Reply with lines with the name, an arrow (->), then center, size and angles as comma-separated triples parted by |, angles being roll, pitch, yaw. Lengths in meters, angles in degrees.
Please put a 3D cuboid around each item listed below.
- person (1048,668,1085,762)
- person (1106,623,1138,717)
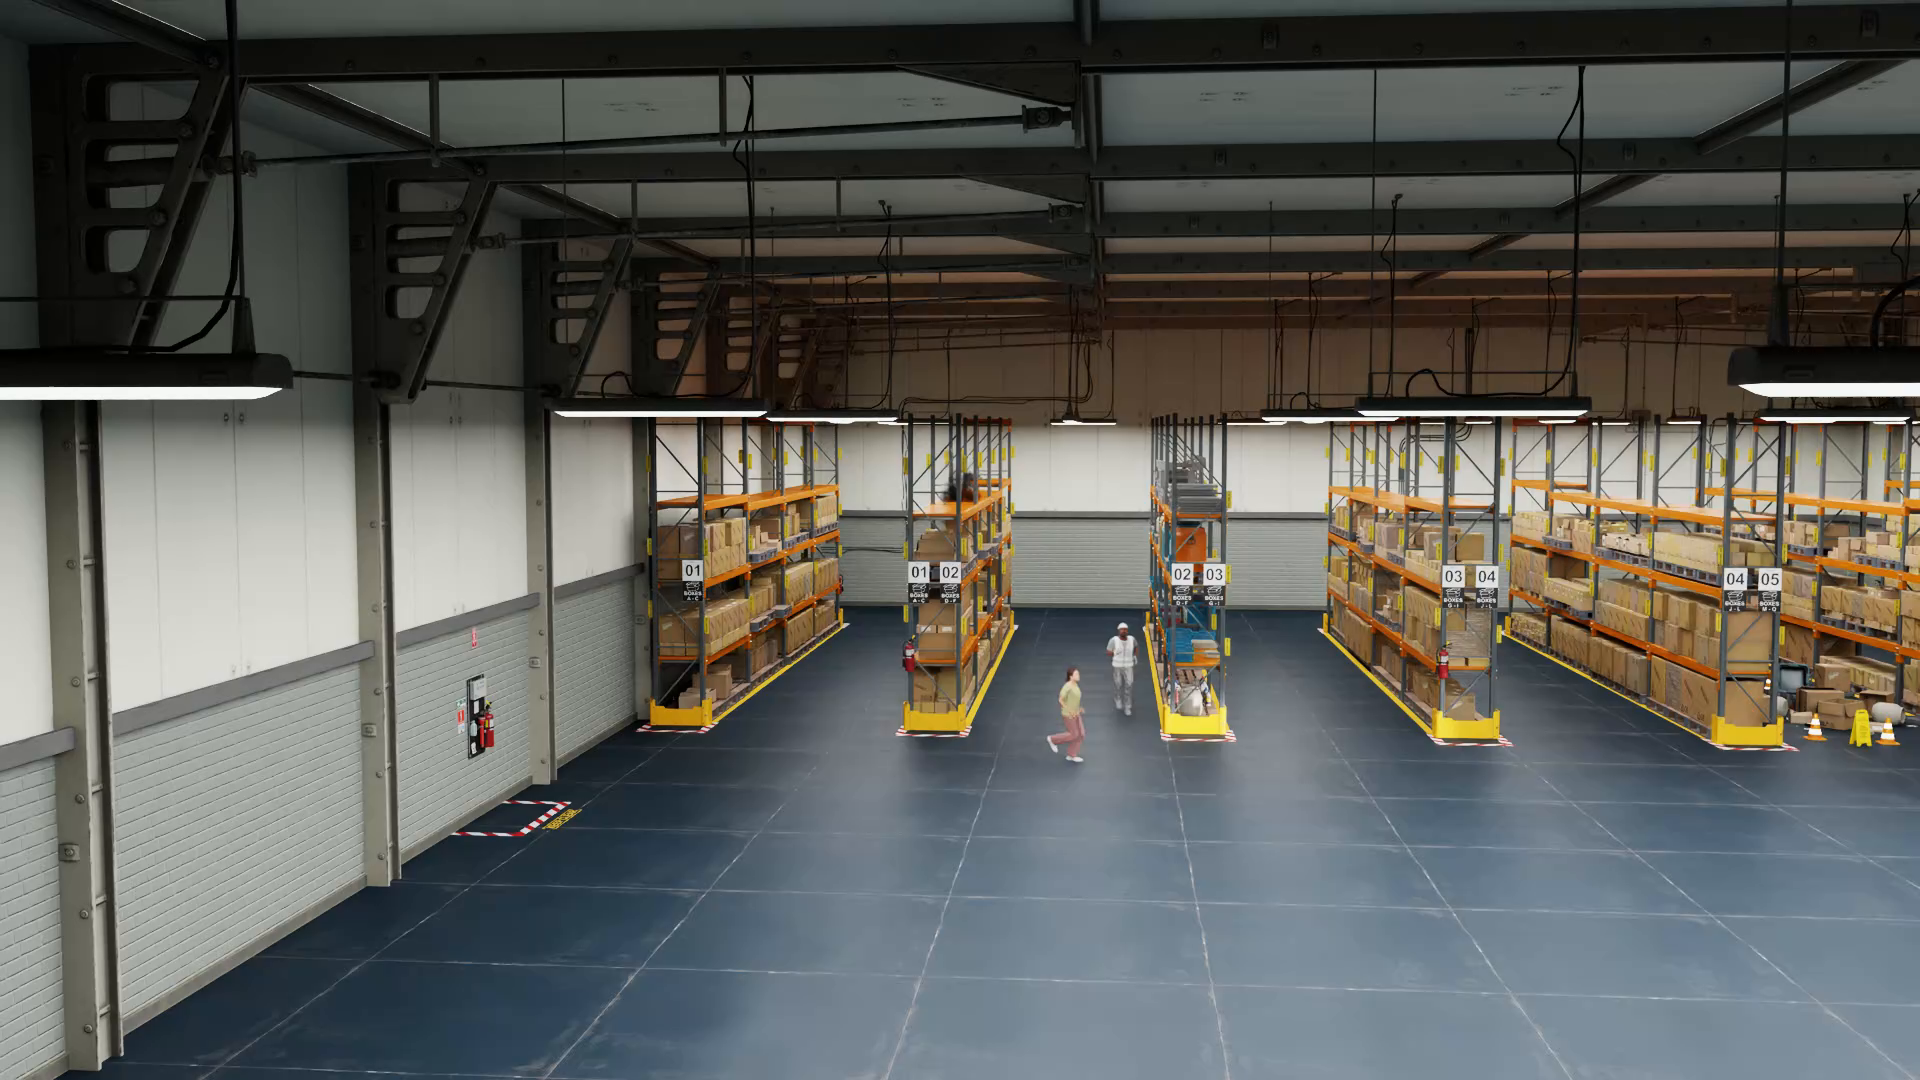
person -> 1.838, 2.993, 28.635 | 0.623, 1.622, 0.572 | 2, 4, 30
person -> 3.266, 2.568, 33.343 | 0.664, 1.823, 0.824 | 0, 4, 0
